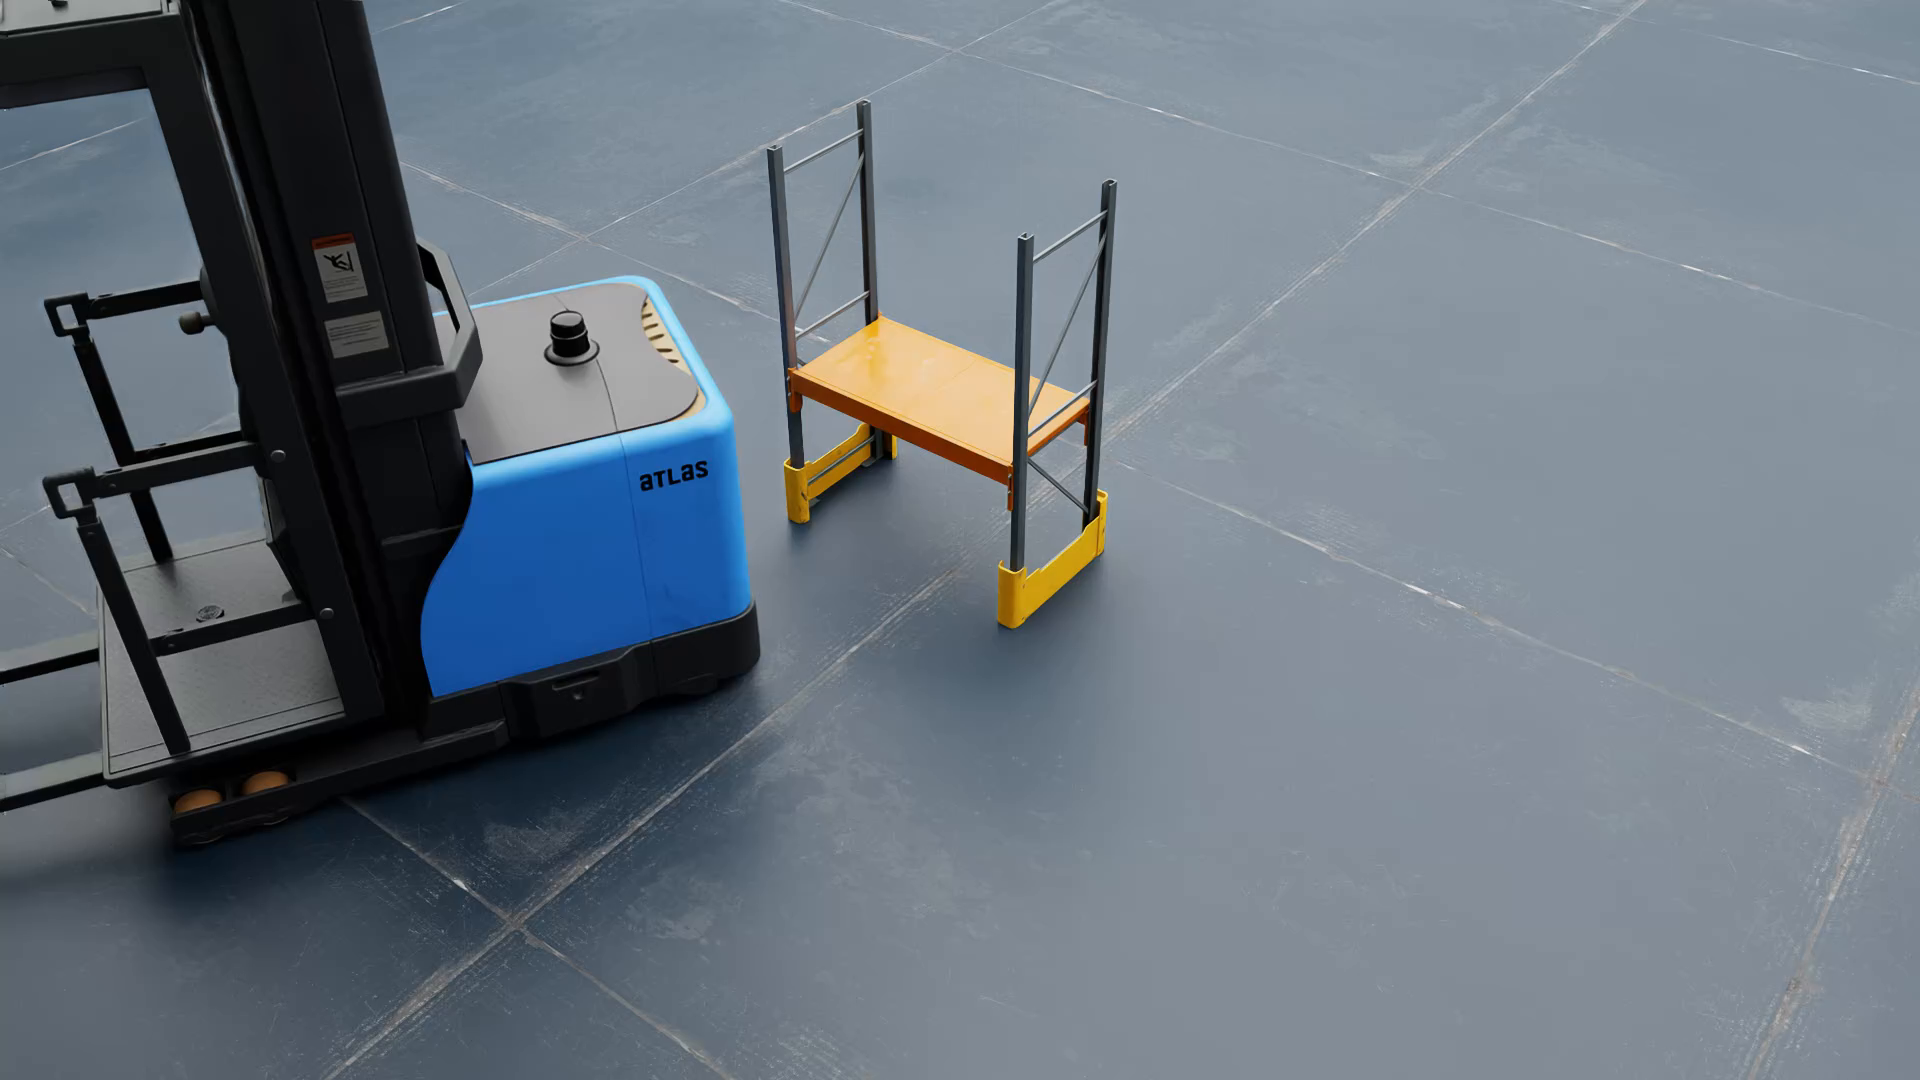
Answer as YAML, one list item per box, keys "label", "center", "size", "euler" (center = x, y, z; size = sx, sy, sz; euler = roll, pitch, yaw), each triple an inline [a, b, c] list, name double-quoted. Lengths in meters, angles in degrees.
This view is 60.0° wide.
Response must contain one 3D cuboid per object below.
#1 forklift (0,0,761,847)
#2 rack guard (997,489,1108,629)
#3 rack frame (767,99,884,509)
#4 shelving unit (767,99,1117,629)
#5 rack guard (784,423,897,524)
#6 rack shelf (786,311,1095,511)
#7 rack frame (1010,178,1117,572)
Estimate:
- label: "forklift"
  center: [-2.241, -0.601, 4.640]
  size: [3.031, 2.935, 1.130]
  euler: [-15, 40, -18]
- label: "rack guard"
  center: [0.335, 0.060, 5.971]
  size: [0.087, 0.250, 0.587]
  euler: [25, 45, 29]
- label: "rack frame"
  center: [-0.472, -0.813, 6.072]
  size: [0.032, 1.500, 0.500]
  euler: [25, 45, 29]
- label: "shelving unit"
  center: [-0.061, -0.619, 5.824]
  size: [1.083, 1.500, 0.587]
  euler: [25, 45, 29]
- label: "rack guard"
  center: [-0.456, -0.313, 6.448]
  size: [0.087, 0.250, 0.587]
  euler: [25, 45, 29]
- label: "rack shelf"
  center: [-0.068, -0.481, 5.939]
  size: [1.000, 0.185, 0.538]
  euler: [25, 45, 29]
- label: "rack frame"
  center: [0.336, -0.432, 5.585]
  size: [0.032, 1.500, 0.500]
  euler: [25, 45, 29]
